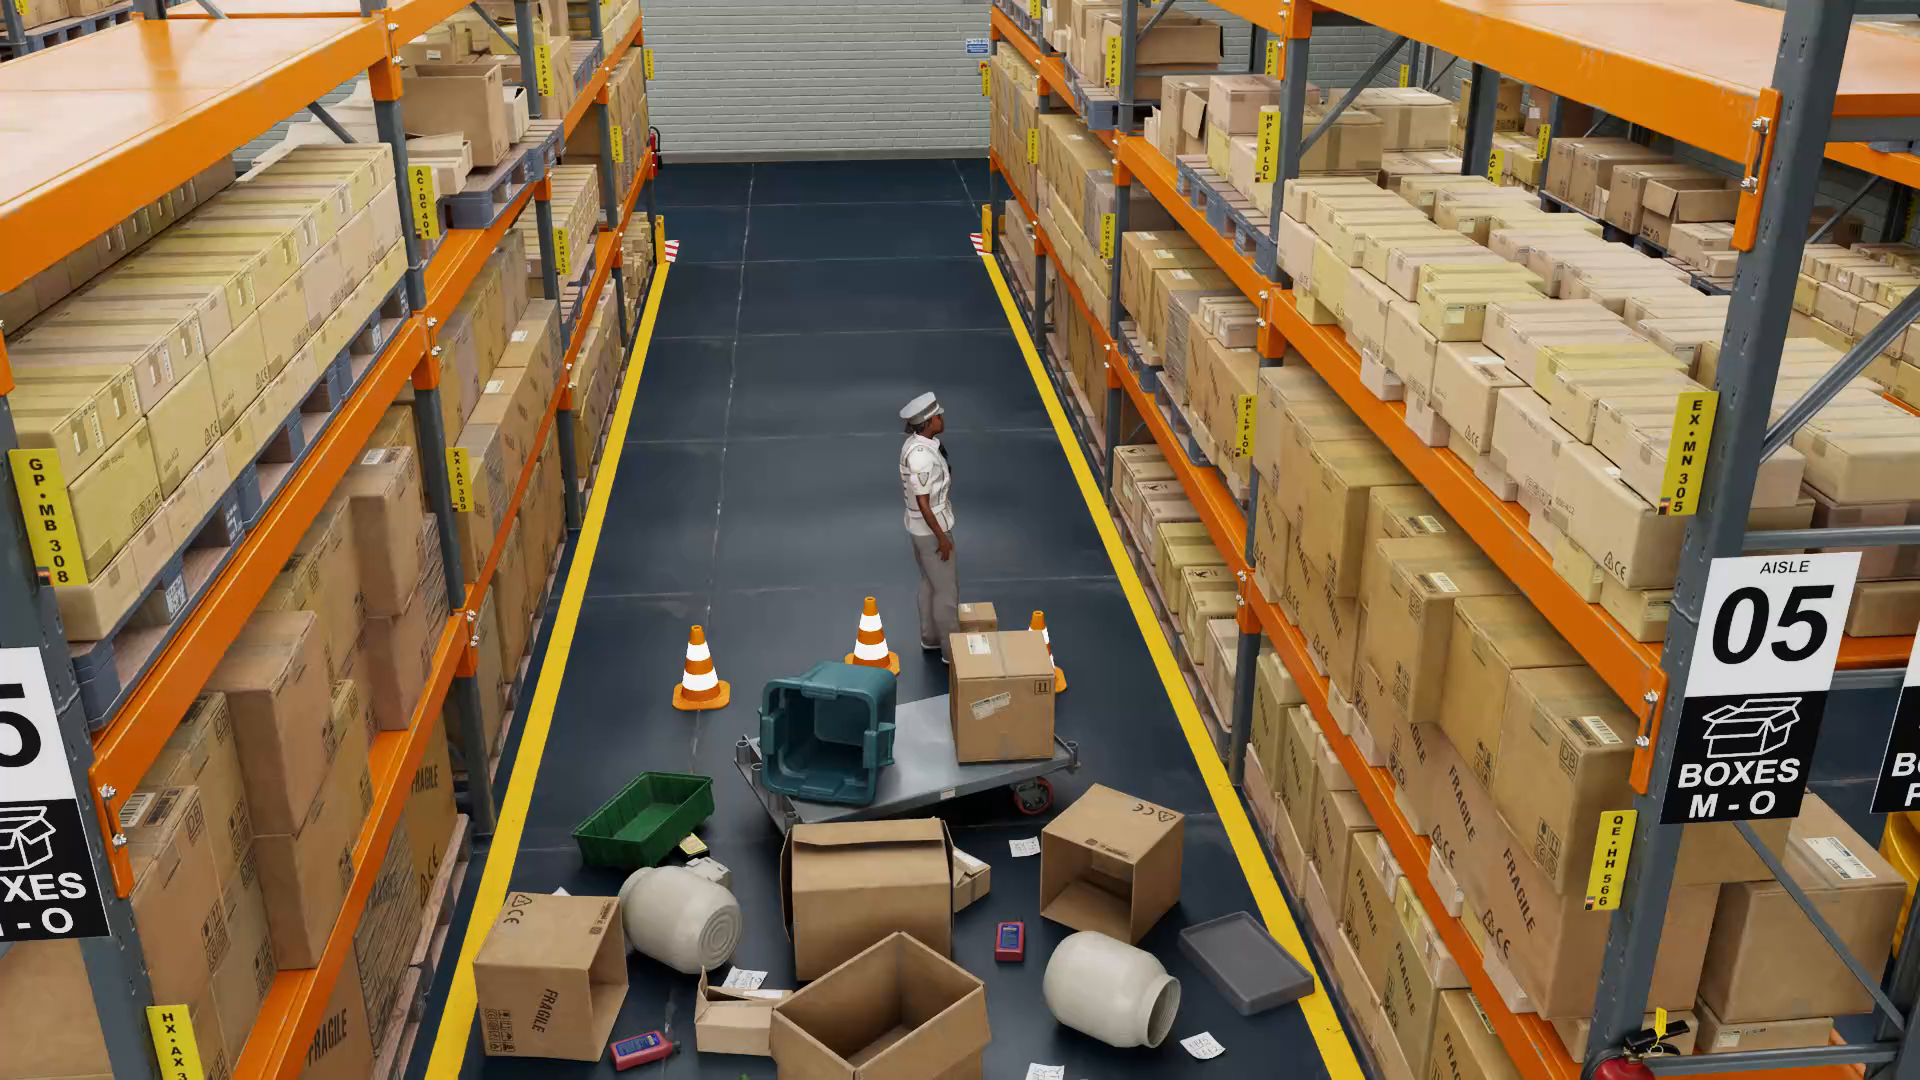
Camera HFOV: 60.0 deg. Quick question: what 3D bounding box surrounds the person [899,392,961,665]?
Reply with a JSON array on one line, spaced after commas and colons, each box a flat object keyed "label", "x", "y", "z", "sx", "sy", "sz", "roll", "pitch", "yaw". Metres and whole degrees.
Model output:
[{"label": "person", "x": -0.103, "y": -0.079, "z": 10.216, "sx": 0.530, "sy": 1.695, "sz": 0.570, "roll": -2, "pitch": 24, "yaw": -5}]
